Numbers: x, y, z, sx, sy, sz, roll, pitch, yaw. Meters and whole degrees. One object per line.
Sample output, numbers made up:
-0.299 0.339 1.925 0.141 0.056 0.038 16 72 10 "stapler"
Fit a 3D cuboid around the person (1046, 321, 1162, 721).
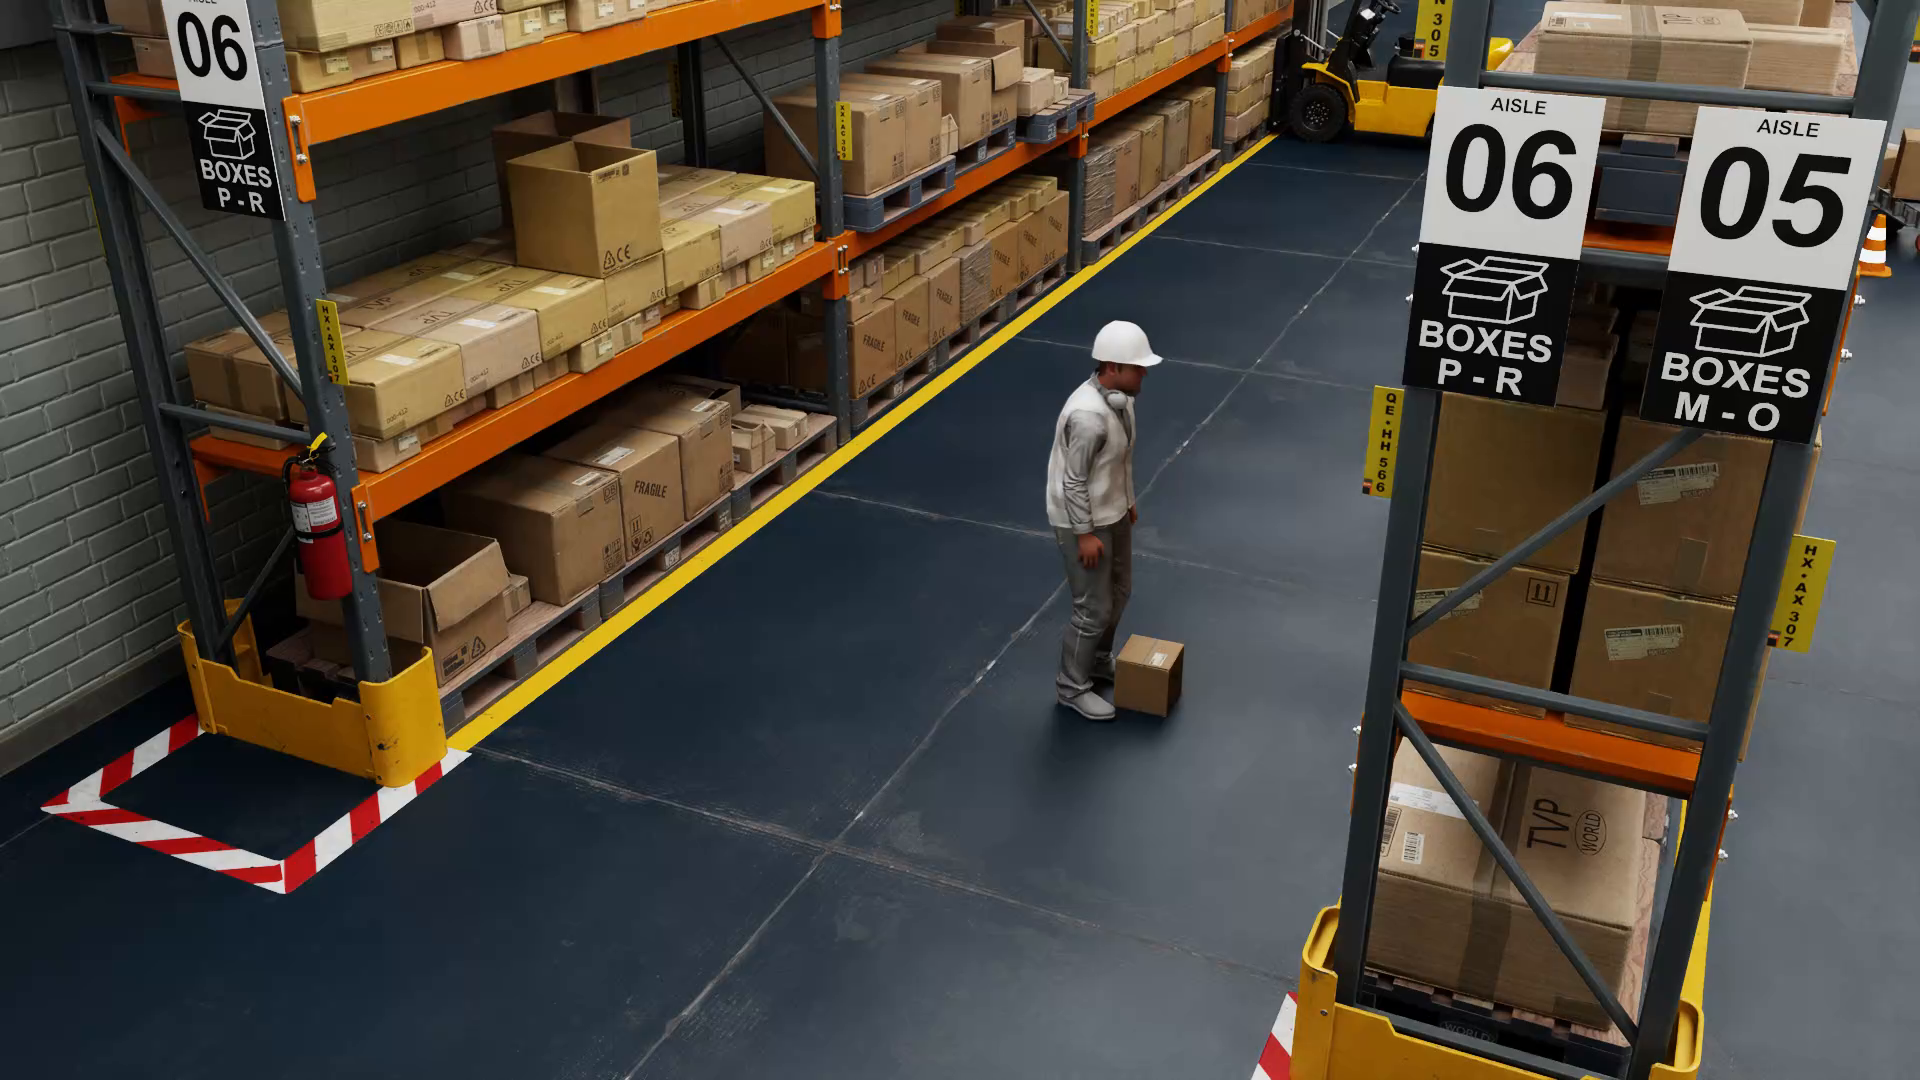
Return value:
0.616 -0.110 7.308 0.460 1.772 0.581 11 28 22 "person"
